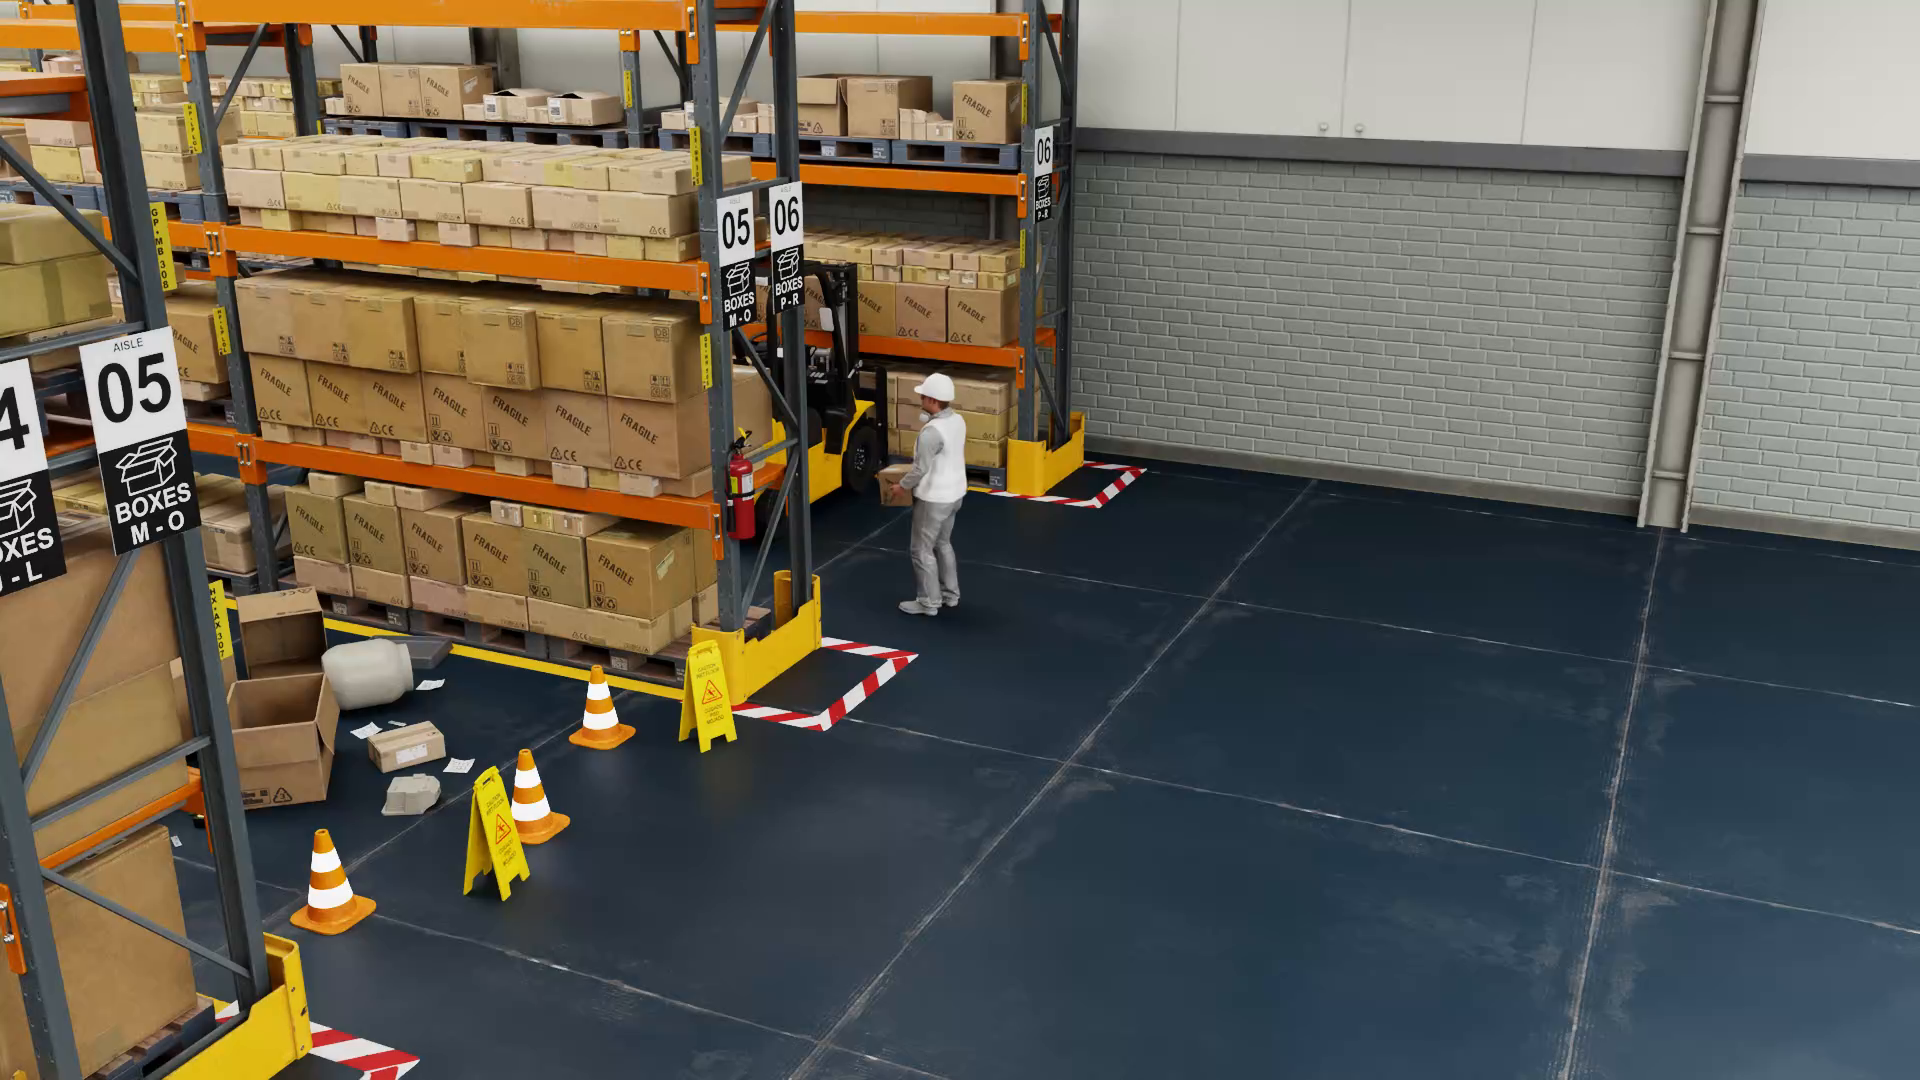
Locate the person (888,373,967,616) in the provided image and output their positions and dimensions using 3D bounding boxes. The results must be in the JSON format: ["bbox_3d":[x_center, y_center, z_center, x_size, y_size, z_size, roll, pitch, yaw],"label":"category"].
[{"bbox_3d":[-0.228,-0.335,11.991,0.522,1.779,0.532,8,20,22],"label":"person"}]
